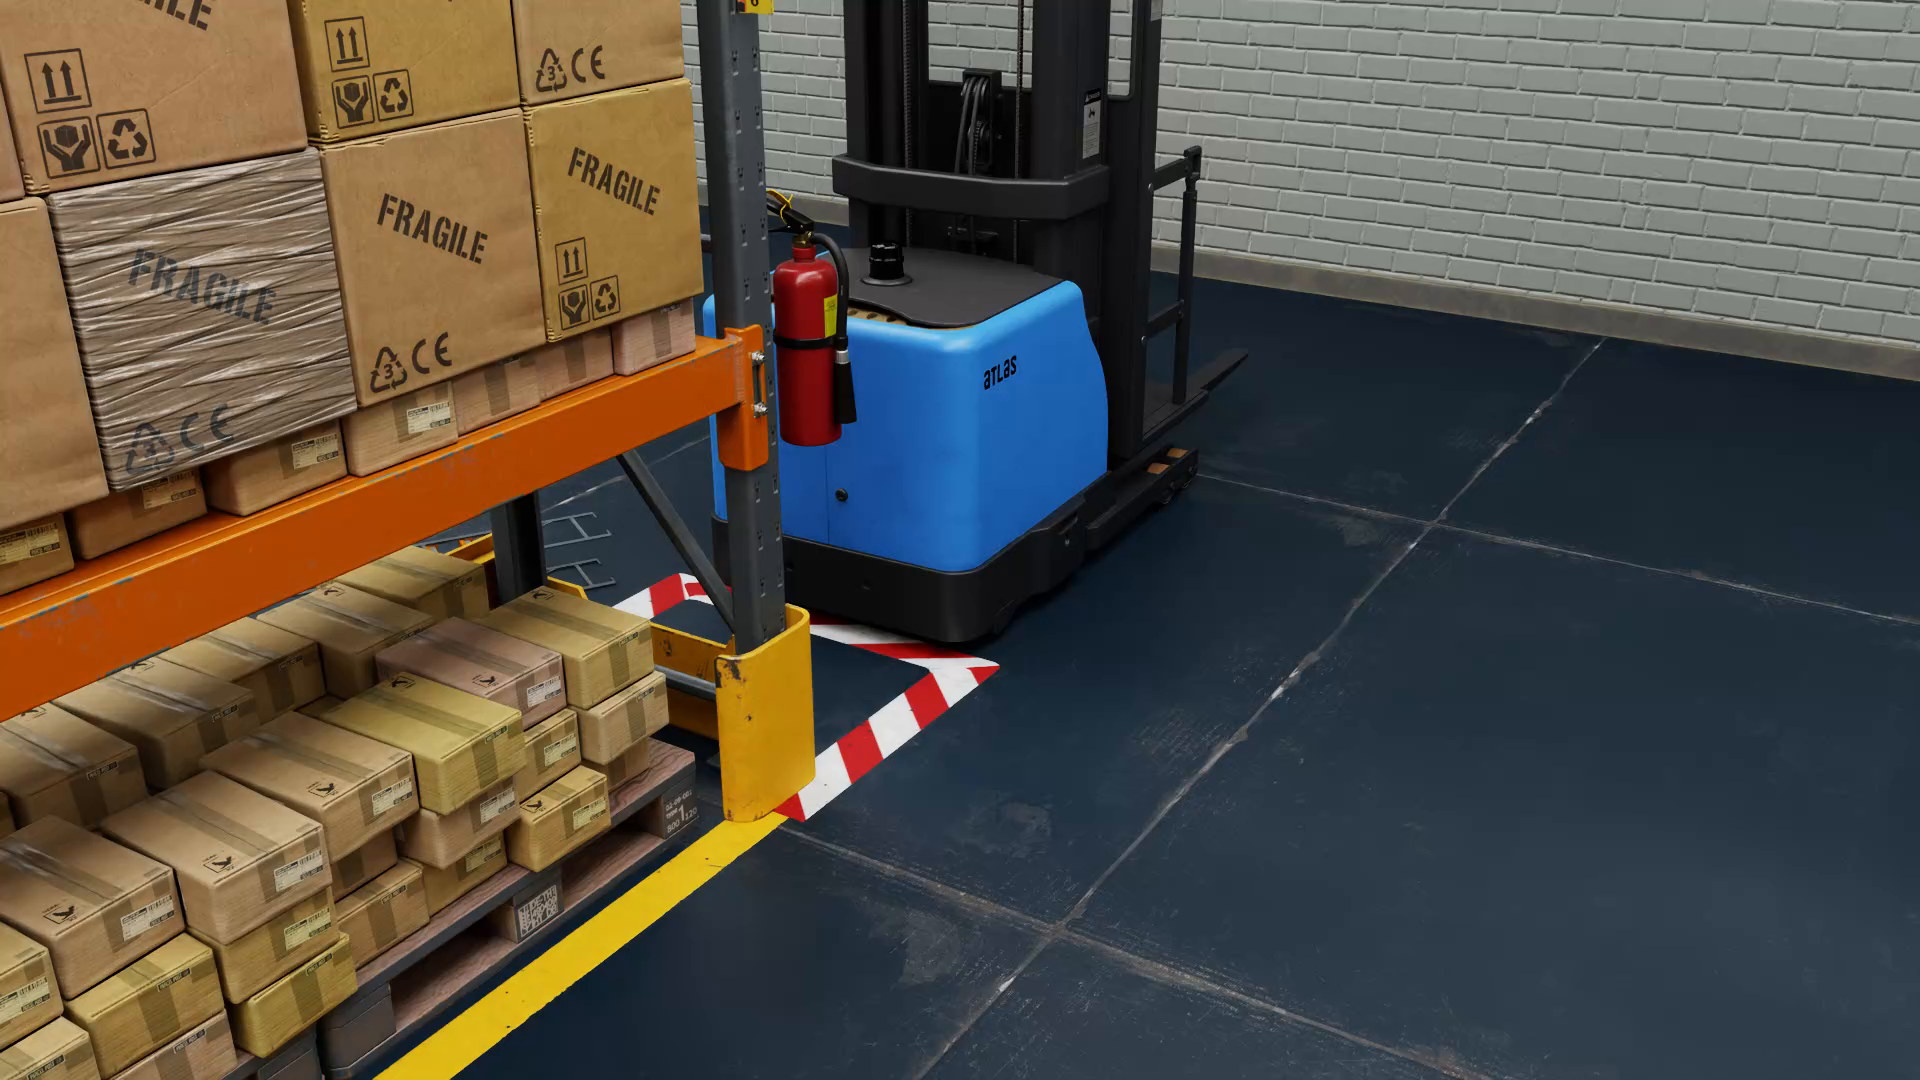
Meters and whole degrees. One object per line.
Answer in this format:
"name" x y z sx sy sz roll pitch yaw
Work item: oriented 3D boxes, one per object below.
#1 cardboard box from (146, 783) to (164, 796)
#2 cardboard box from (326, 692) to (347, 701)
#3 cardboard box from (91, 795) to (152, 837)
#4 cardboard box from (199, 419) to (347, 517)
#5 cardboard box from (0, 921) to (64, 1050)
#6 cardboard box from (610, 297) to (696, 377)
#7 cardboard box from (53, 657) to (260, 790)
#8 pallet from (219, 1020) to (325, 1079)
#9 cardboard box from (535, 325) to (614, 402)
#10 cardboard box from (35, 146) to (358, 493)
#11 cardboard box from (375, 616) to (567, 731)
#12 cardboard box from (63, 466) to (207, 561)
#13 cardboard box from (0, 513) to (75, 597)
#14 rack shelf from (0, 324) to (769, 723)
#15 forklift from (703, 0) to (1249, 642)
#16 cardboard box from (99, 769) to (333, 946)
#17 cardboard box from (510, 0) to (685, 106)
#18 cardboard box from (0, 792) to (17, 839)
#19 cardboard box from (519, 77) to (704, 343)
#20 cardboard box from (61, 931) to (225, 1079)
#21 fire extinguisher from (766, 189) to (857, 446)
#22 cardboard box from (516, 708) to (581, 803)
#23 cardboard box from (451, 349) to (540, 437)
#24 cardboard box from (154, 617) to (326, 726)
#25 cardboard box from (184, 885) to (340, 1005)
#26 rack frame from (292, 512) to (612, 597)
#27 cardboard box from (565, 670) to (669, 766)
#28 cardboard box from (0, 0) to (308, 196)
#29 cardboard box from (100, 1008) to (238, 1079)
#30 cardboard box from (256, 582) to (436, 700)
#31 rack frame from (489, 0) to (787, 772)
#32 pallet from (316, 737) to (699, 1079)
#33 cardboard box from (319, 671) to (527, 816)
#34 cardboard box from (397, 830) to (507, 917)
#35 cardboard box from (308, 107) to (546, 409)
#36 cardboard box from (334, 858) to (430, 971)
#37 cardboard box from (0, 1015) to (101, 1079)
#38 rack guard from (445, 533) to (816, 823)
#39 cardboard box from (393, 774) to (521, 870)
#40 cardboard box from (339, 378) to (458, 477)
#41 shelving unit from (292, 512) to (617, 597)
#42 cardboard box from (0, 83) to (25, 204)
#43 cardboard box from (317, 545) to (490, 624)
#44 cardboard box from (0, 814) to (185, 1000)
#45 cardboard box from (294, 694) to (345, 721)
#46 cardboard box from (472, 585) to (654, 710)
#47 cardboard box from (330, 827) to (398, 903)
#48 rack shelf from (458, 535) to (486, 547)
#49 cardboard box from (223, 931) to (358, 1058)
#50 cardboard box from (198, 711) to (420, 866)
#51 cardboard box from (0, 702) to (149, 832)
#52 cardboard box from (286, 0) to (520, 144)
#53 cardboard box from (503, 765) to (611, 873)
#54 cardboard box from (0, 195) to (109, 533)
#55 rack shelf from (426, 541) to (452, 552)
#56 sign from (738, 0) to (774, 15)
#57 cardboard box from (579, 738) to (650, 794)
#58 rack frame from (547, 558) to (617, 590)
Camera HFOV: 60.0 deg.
"cardboard box" -1.899 0.538 3.916 0.380 0.149 0.250 15 27 31
"cardboard box" -1.618 0.373 4.297 0.380 0.149 0.250 14 27 29
"cardboard box" -1.959 0.648 3.663 0.380 0.149 0.250 12 26 26
"cardboard box" -1.424 -0.187 3.223 0.380 0.149 0.250 13 26 27
"cardboard box" -1.837 0.788 2.964 0.380 0.149 0.250 14 27 29
"cardboard box" -0.863 -0.525 4.003 0.380 0.149 0.250 14 27 29
"cardboard box" -1.842 0.416 3.823 0.380 0.149 0.250 12 26 26
"pallet" -2.074 1.173 3.275 1.003 0.211 1.213 14 27 29
"cardboard box" -1.026 -0.449 3.827 0.380 0.149 0.250 14 27 29
"cardboard box" -1.485 -0.440 2.991 0.500 0.500 0.500 14 27 29
"cardboard box" -1.176 0.338 4.005 0.380 0.149 0.250 14 27 30
"cardboard box" -1.617 -0.108 3.041 0.380 0.149 0.250 13 26 27
"cardboard box" -1.743 -0.015 2.826 0.380 0.149 0.250 14 27 30
"rack shelf" -1.986 0.196 2.927 1.077 0.370 4.000 14 27 29
"forklift" 0.309 -1.563 6.172 1.130 2.935 3.031 13 26 27
"cardboard box" -1.490 0.628 3.334 0.380 0.149 0.250 15 28 31
"cardboard box" -0.961 -1.244 3.589 0.500 0.500 0.500 13 27 28
"cardboard box" -2.173 0.587 3.429 0.380 0.149 0.250 14 27 30
"cardboard box" -0.949 -0.786 3.790 0.500 0.500 0.500 14 27 30
"cardboard box" -1.653 0.844 3.211 0.380 0.149 0.250 15 28 32
"fire extinguisher" -0.406 -0.591 4.406 0.296 0.674 0.183 14 27 29
"cardboard box" -1.151 0.485 4.040 0.380 0.149 0.250 13 27 28
"cardboard box" -1.145 -0.361 3.624 0.380 0.149 0.250 14 27 28
"cardboard box" -1.781 0.315 4.057 0.380 0.149 0.250 14 27 29
"cardboard box" -1.502 0.761 3.402 0.380 0.149 0.250 14 27 30
"rack frame" -1.802 0.054 5.651 1.200 0.006 0.240 -12 26 -25
"cardboard box" -0.967 0.408 4.218 0.380 0.149 0.250 13 27 28
"cardboard box" -1.495 -0.896 2.784 0.500 0.500 0.500 15 28 32
"cardboard box" -1.655 0.980 3.270 0.380 0.149 0.250 14 27 30
"cardboard box" -1.539 0.257 4.191 0.380 0.149 0.250 14 27 30
"rack frame" -0.931 -0.809 4.344 1.000 3.000 0.127 14 27 29
"pallet" -1.430 0.763 4.222 1.003 0.211 1.213 14 27 29
"cardboard box" -1.205 0.452 3.741 0.380 0.149 0.250 13 27 28
"cardboard box" -1.294 0.707 3.901 0.380 0.149 0.250 14 27 29
"cardboard box" -1.226 -0.613 3.391 0.500 0.500 0.500 13 27 28
"cardboard box" -1.413 0.793 3.703 0.380 0.149 0.250 14 27 29
"cardboard box" -1.775 0.942 2.983 0.380 0.149 0.250 14 27 29
"rack guard" -0.971 0.364 4.781 1.175 0.500 0.348 14 27 29
"cardboard box" -1.240 0.584 3.812 0.380 0.149 0.250 13 26 27
"cardboard box" -1.260 -0.270 3.414 0.380 0.149 0.250 15 27 30
"shelving unit" -1.802 0.138 5.687 1.200 0.189 0.258 -12 26 -25
"cardboard box" -1.771 -0.716 2.370 0.500 0.500 0.500 13 27 27
"cardboard box" -1.496 0.139 4.464 0.380 0.149 0.250 13 26 27
"cardboard box" -1.723 0.694 3.182 0.380 0.149 0.250 13 27 27
"cardboard box" -1.672 0.475 4.063 0.380 0.149 0.250 14 27 30
"cardboard box" -0.995 0.265 4.173 0.380 0.149 0.250 14 27 30
"cardboard box" -1.469 0.653 3.652 0.380 0.149 0.250 14 27 28
"rack shelf" -1.656 0.108 5.758 0.103 0.180 0.258 -12 26 -25
"cardboard box" -1.494 0.892 3.473 0.380 0.149 0.250 13 26 27
"cardboard box" -1.395 0.526 3.570 0.380 0.149 0.250 13 26 27
"cardboard box" -1.996 0.508 3.612 0.380 0.149 0.250 15 28 31
"cardboard box" -1.228 -1.073 3.194 0.500 0.500 0.500 13 27 27
"cardboard box" -1.081 0.636 4.066 0.380 0.149 0.250 15 27 31
"cardboard box" -1.757 -0.274 2.607 0.500 0.500 0.500 15 28 32
"rack shelf" -1.762 0.130 5.706 0.103 0.180 0.258 -12 26 -25
"sign" -0.470 -1.363 3.767 0.100 0.325 0.005 14 27 29
"cardboard box" -1.032 0.528 4.315 0.380 0.149 0.250 14 27 30
"rack frame" -1.802 0.222 5.723 1.200 0.006 0.240 -12 26 -25
